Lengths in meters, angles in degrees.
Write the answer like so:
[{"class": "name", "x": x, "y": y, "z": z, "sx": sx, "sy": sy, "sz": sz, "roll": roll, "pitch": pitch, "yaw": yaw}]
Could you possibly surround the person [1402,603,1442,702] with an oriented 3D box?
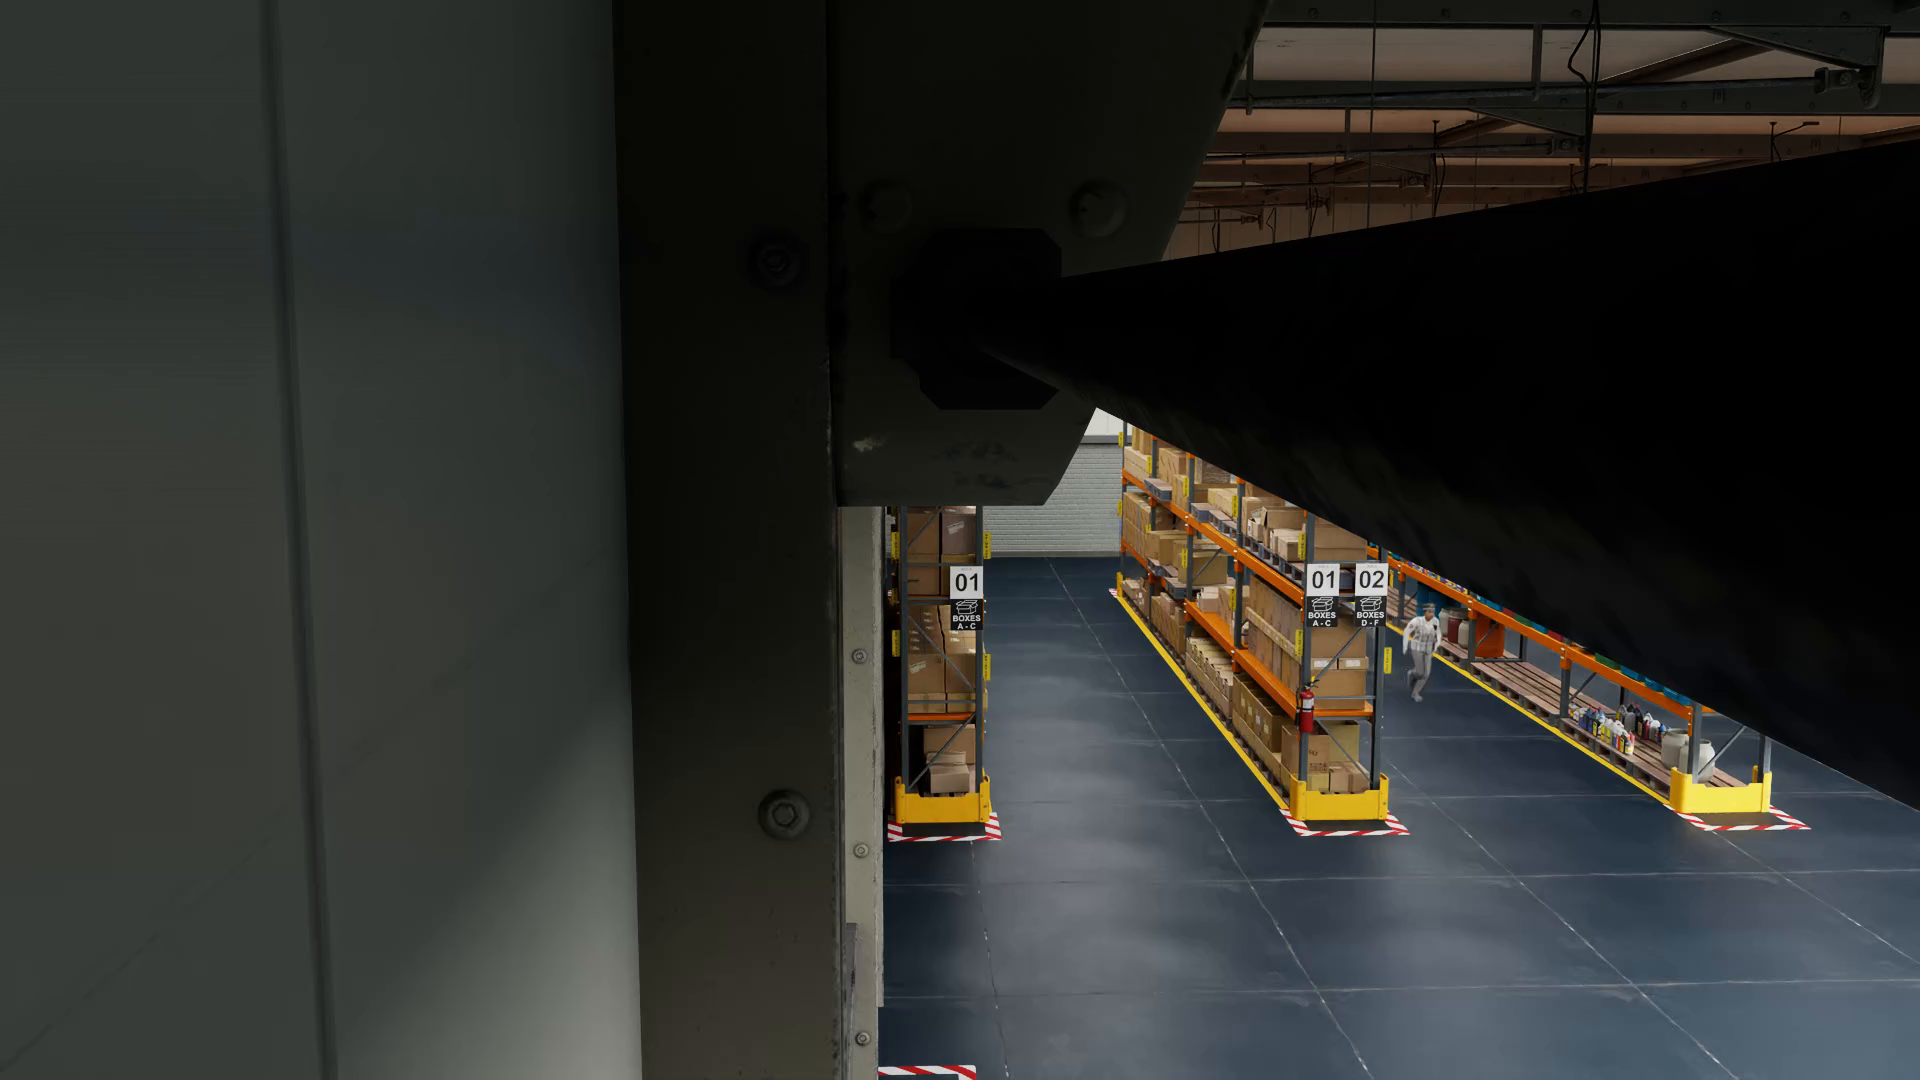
[{"class": "person", "x": 7.452, "y": 1.775, "z": 26.847, "sx": 0.598, "sy": 1.623, "sz": 0.618, "roll": -2, "pitch": 8, "yaw": -16}]
